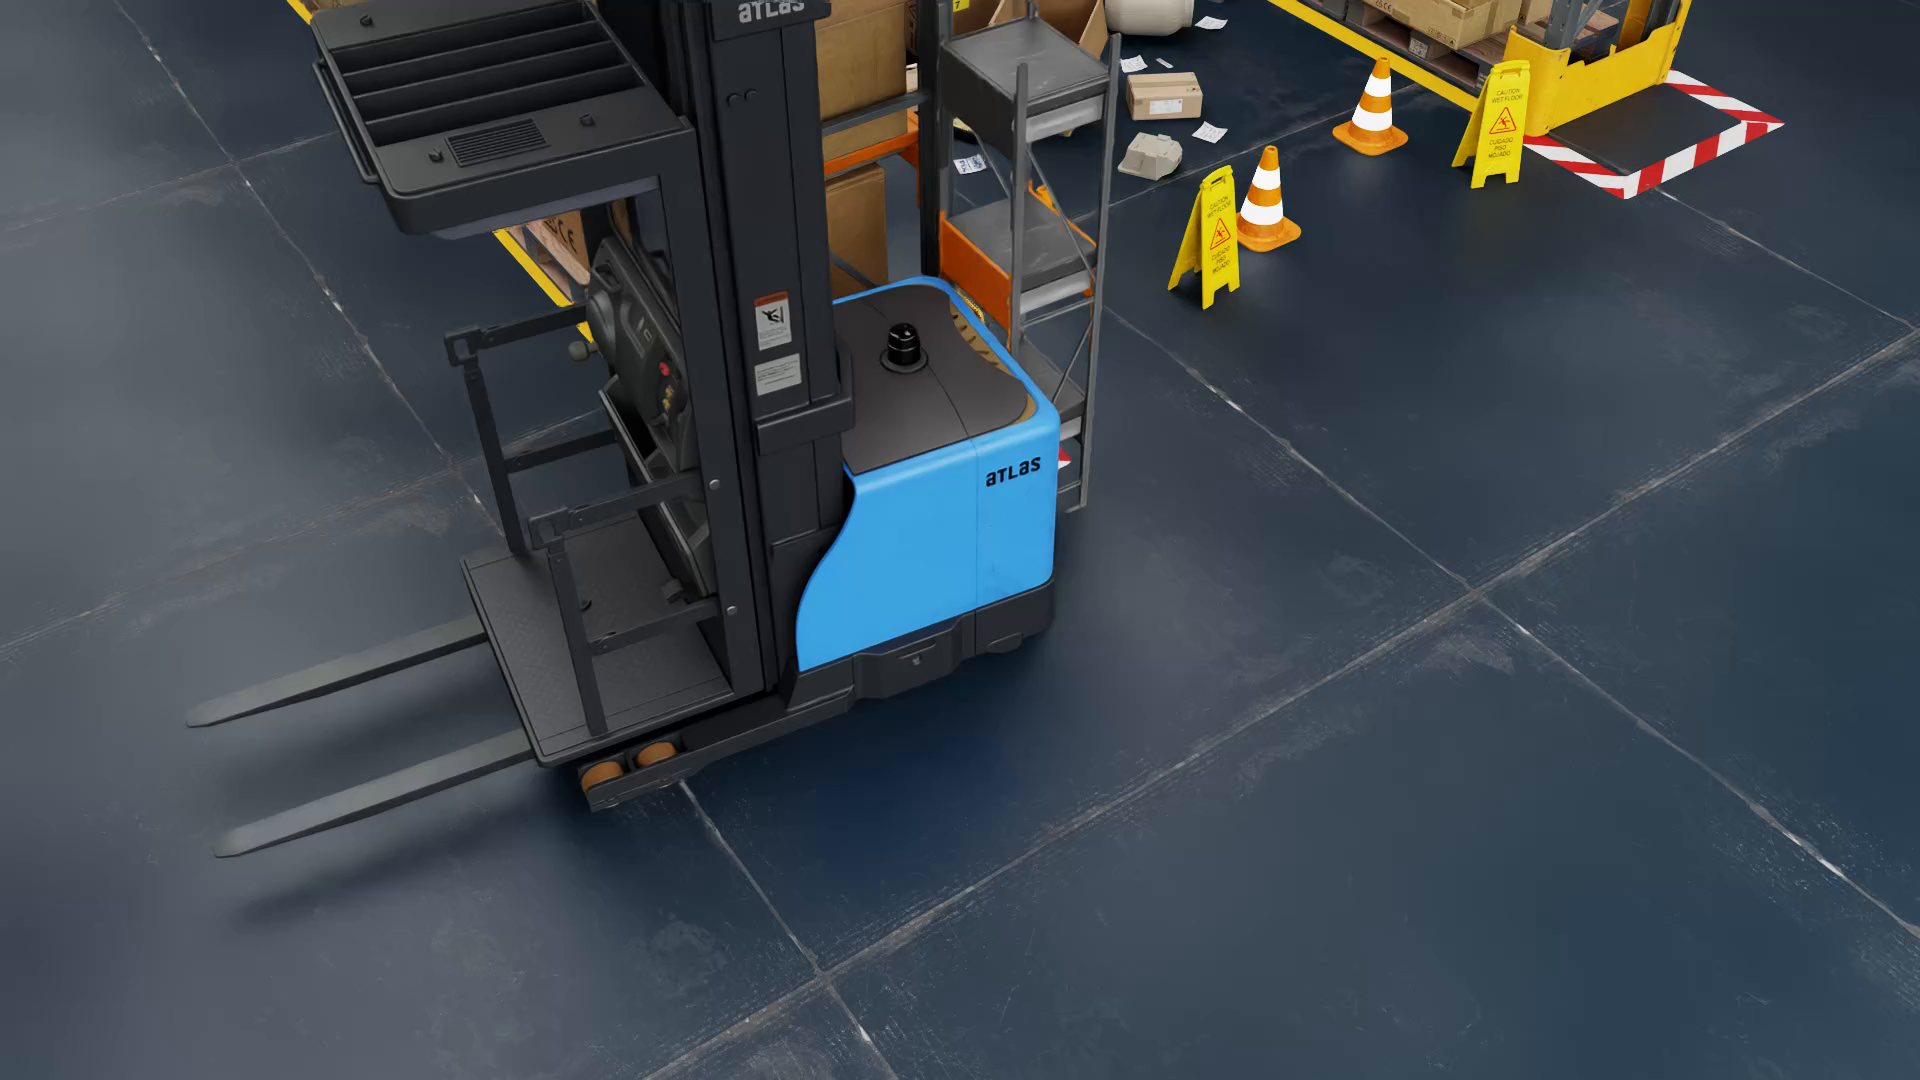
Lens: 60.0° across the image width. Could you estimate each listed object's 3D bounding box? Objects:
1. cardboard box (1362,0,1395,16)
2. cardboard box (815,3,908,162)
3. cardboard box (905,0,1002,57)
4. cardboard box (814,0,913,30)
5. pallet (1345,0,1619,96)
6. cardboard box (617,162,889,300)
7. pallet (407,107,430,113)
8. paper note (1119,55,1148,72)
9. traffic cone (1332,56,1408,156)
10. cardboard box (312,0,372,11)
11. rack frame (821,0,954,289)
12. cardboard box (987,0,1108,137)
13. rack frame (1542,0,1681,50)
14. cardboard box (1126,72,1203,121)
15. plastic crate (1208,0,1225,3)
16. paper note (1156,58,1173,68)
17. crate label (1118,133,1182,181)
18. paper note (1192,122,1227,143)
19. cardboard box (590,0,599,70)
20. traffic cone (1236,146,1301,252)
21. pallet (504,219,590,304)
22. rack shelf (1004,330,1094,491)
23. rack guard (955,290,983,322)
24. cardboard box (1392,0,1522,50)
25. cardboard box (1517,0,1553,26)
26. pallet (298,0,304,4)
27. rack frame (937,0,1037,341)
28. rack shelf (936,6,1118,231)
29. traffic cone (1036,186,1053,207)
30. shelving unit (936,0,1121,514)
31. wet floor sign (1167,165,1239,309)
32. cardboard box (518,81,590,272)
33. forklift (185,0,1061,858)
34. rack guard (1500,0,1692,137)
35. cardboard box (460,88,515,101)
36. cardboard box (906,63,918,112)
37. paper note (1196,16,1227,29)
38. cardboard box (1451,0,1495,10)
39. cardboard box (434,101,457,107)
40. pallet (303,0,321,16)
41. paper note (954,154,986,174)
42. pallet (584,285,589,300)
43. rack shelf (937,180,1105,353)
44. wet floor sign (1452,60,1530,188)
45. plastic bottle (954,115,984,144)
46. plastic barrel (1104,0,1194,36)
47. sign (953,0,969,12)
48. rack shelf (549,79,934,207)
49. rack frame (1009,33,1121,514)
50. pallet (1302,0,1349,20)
[{"bbox_3d":[2.562,-3.352,9.776,0.500,0.250,0.500,-26,49,-24],"label":"cardboard box"},{"bbox_3d":[-0.717,-1.781,6.334,0.875,0.550,0.550,-26,49,-24],"label":"cardboard box"},{"bbox_3d":[-0.088,-3.214,9.654,0.797,0.637,0.503,-26,49,-24],"label":"cardboard box"},{"bbox_3d":[-0.648,-2.204,5.996,0.875,0.550,0.550,-26,49,-24],"label":"cardboard box"},{"bbox_3d":[3.056,-3.055,9.798,1.003,0.211,1.213,-26,49,-24],"label":"pallet"},{"bbox_3d":[-0.909,-1.275,7.148,0.875,0.875,0.875,-25,49,-24],"label":"cardboard box"},{"bbox_3d":[-2.385,-2.329,9.037,1.003,0.211,1.213,-26,49,-24],"label":"pallet"},{"bbox_3d":[0.999,-2.758,9.625,0.148,0.019,0.142,-10,45,-11],"label":"paper note"},{"bbox_3d":[2.231,-2.363,8.890,0.336,0.463,0.334,-26,49,-24],"label":"traffic cone"},{"bbox_3d":[-3.185,-3.454,9.521,1.050,0.750,0.750,-26,49,-25],"label":"cardboard box"},{"bbox_3d":[-0.467,-1.534,6.185,1.000,3.000,0.127,-26,49,-24],"label":"rack frame"},{"bbox_3d":[0.454,-2.638,9.149,0.637,0.503,0.797,11,45,11],"label":"cardboard box"},{"bbox_3d":[3.535,-3.547,8.293,1.000,3.000,0.127,-26,49,-24],"label":"rack frame"},{"bbox_3d":[1.129,-2.460,9.219,0.380,0.149,0.250,-3,44,-4],"label":"cardboard box"},{"bbox_3d":[1.472,-3.543,10.403,0.583,0.080,0.402,26,49,25],"label":"plastic crate"},{"bbox_3d":[1.184,-2.765,9.639,0.032,0.001,0.123,-26,49,-24],"label":"paper note"},{"bbox_3d":[1.014,-2.035,8.782,0.298,0.136,0.250,18,47,18],"label":"crate label"},{"bbox_3d":[1.361,-2.222,9.055,0.142,0.019,0.148,26,49,25],"label":"paper note"},{"bbox_3d":[-1.049,-2.083,6.652,0.875,0.550,0.550,-26,49,-24],"label":"cardboard box"},{"bbox_3d":[1.515,-1.732,8.229,0.336,0.463,0.334,-26,49,-24],"label":"traffic cone"},{"bbox_3d":[-1.683,-1.638,8.313,1.003,0.211,1.213,-26,49,-24],"label":"pallet"},{"bbox_3d":[0.222,-0.458,6.741,0.431,0.518,0.480,-23,49,-23],"label":"rack shelf"},{"bbox_3d":[-0.454,-0.616,7.034,1.175,0.500,0.348,-26,49,-24],"label":"rack guard"},{"bbox_3d":[2.838,-3.069,9.480,0.500,0.250,0.500,-26,49,-25],"label":"cardboard box"},{"bbox_3d":[3.300,-3.270,9.690,0.500,0.250,0.500,-26,49,-25],"label":"cardboard box"},{"bbox_3d":[-3.961,-3.890,10.672,1.003,0.211,1.213,-26,49,-24],"label":"pallet"},{"bbox_3d":[0.094,-1.116,6.395,0.400,2.100,0.015,-23,49,-23],"label":"rack frame"},{"bbox_3d":[0.225,-1.467,5.770,0.431,0.518,0.480,-23,49,-23],"label":"rack shelf"},{"bbox_3d":[0.394,-1.478,7.963,0.336,0.463,0.334,-26,49,-24],"label":"traffic cone"},{"bbox_3d":[0.223,-0.972,6.246,0.431,2.100,0.503,-23,49,-23],"label":"shelving unit"},{"bbox_3d":[1.173,-1.448,7.800,0.267,0.644,0.232,-35,53,-31],"label":"wet floor sign"},{"bbox_3d":[-1.415,-1.773,7.669,0.875,0.875,0.875,-26,50,-25],"label":"cardboard box"},{"bbox_3d":[-1.194,-0.548,5.202,3.031,2.935,1.130,-19,47,-19],"label":"forklift"},{"bbox_3d":[3.491,-2.686,9.201,1.175,0.500,0.348,-26,49,-24],"label":"rack guard"},{"bbox_3d":[-1.934,-2.290,8.211,0.875,0.875,0.875,-25,49,-24],"label":"cardboard box"},{"bbox_3d":[-0.262,-2.565,9.244,0.396,0.266,0.258,-18,46,-18],"label":"cardboard box"},{"bbox_3d":[1.511,-3.107,9.982,0.148,0.019,0.142,26,49,25],"label":"paper note"},{"bbox_3d":[2.863,-3.326,9.206,0.500,0.500,0.500,-25,49,-24],"label":"cardboard box"},{"bbox_3d":[-2.453,-2.799,8.744,0.875,0.875,0.875,-25,49,-24],"label":"cardboard box"},{"bbox_3d":[-3.259,-3.198,9.947,1.003,0.211,1.213,-26,49,-24],"label":"pallet"},{"bbox_3d":[0.052,-1.995,8.819,0.144,0.017,0.142,-10,45,-11],"label":"paper note"},{"bbox_3d":[-0.989,-0.947,7.590,1.003,0.211,1.213,-26,49,-24],"label":"pallet"},{"bbox_3d":[0.223,-0.962,6.255,0.431,0.518,0.480,-23,49,-23],"label":"rack shelf"},{"bbox_3d":[2.766,-2.165,8.550,0.267,0.644,0.232,-10,45,-11],"label":"wet floor sign"},{"bbox_3d":[0.010,-2.245,9.058,0.283,0.061,0.133,26,49,25],"label":"plastic bottle"},{"bbox_3d":[1.111,-3.187,9.781,0.512,0.421,0.421,4,44,4],"label":"plastic barrel"},{"bbox_3d":[-0.009,-2.092,6.085,0.100,0.325,0.005,-26,49,-24],"label":"sign"},{"bbox_3d":[-1.611,-2.407,7.620,1.077,0.370,4.000,-26,49,-24],"label":"rack shelf"},{"bbox_3d":[0.353,-0.828,6.097,0.400,2.100,0.015,-23,49,-23],"label":"rack frame"},{"bbox_3d":[2.362,-3.746,10.521,1.003,0.211,1.213,-26,49,-24],"label":"pallet"}]
